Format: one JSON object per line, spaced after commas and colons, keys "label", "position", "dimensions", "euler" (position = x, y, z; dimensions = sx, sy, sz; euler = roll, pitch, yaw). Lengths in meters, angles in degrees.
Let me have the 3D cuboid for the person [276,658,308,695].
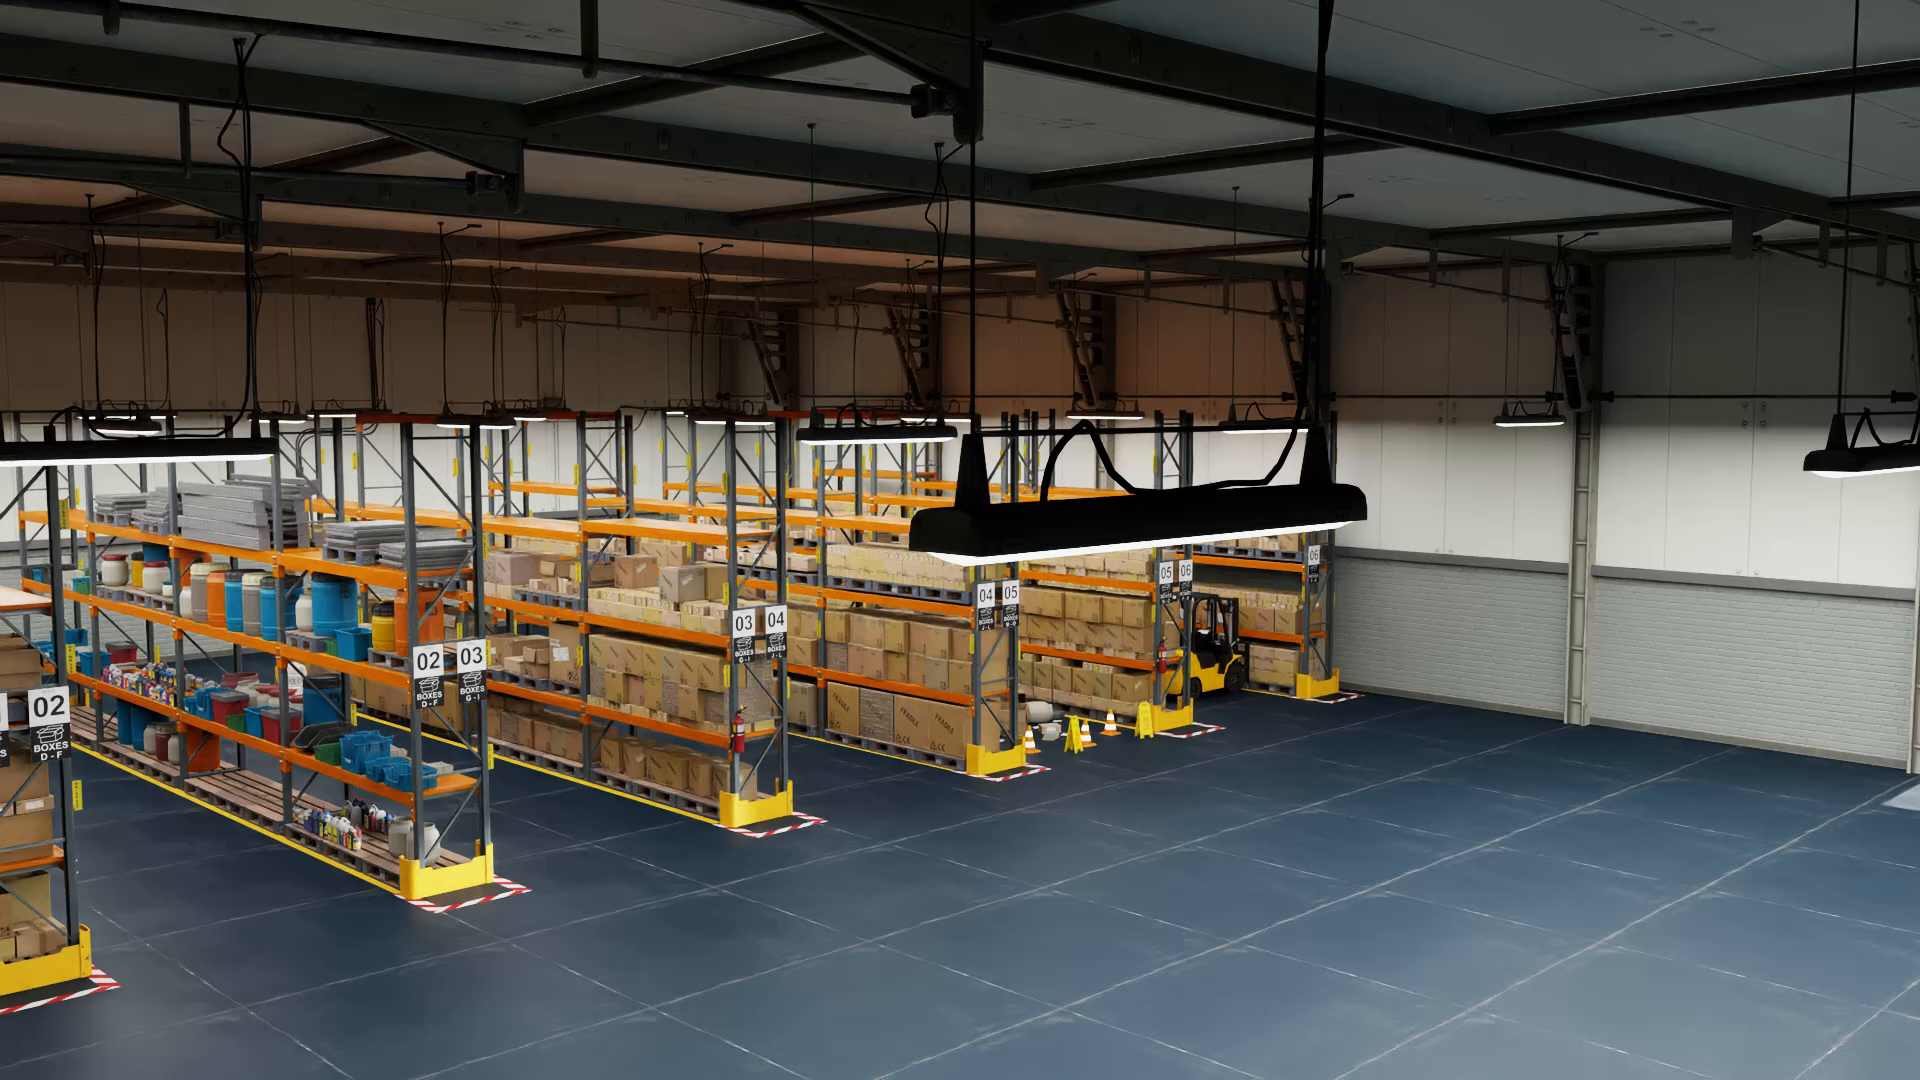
{"label": "person", "position": [-11.998, 2.851, 29.914], "dimensions": [0.484, 1.755, 0.574], "euler": [5, 7, 44]}
